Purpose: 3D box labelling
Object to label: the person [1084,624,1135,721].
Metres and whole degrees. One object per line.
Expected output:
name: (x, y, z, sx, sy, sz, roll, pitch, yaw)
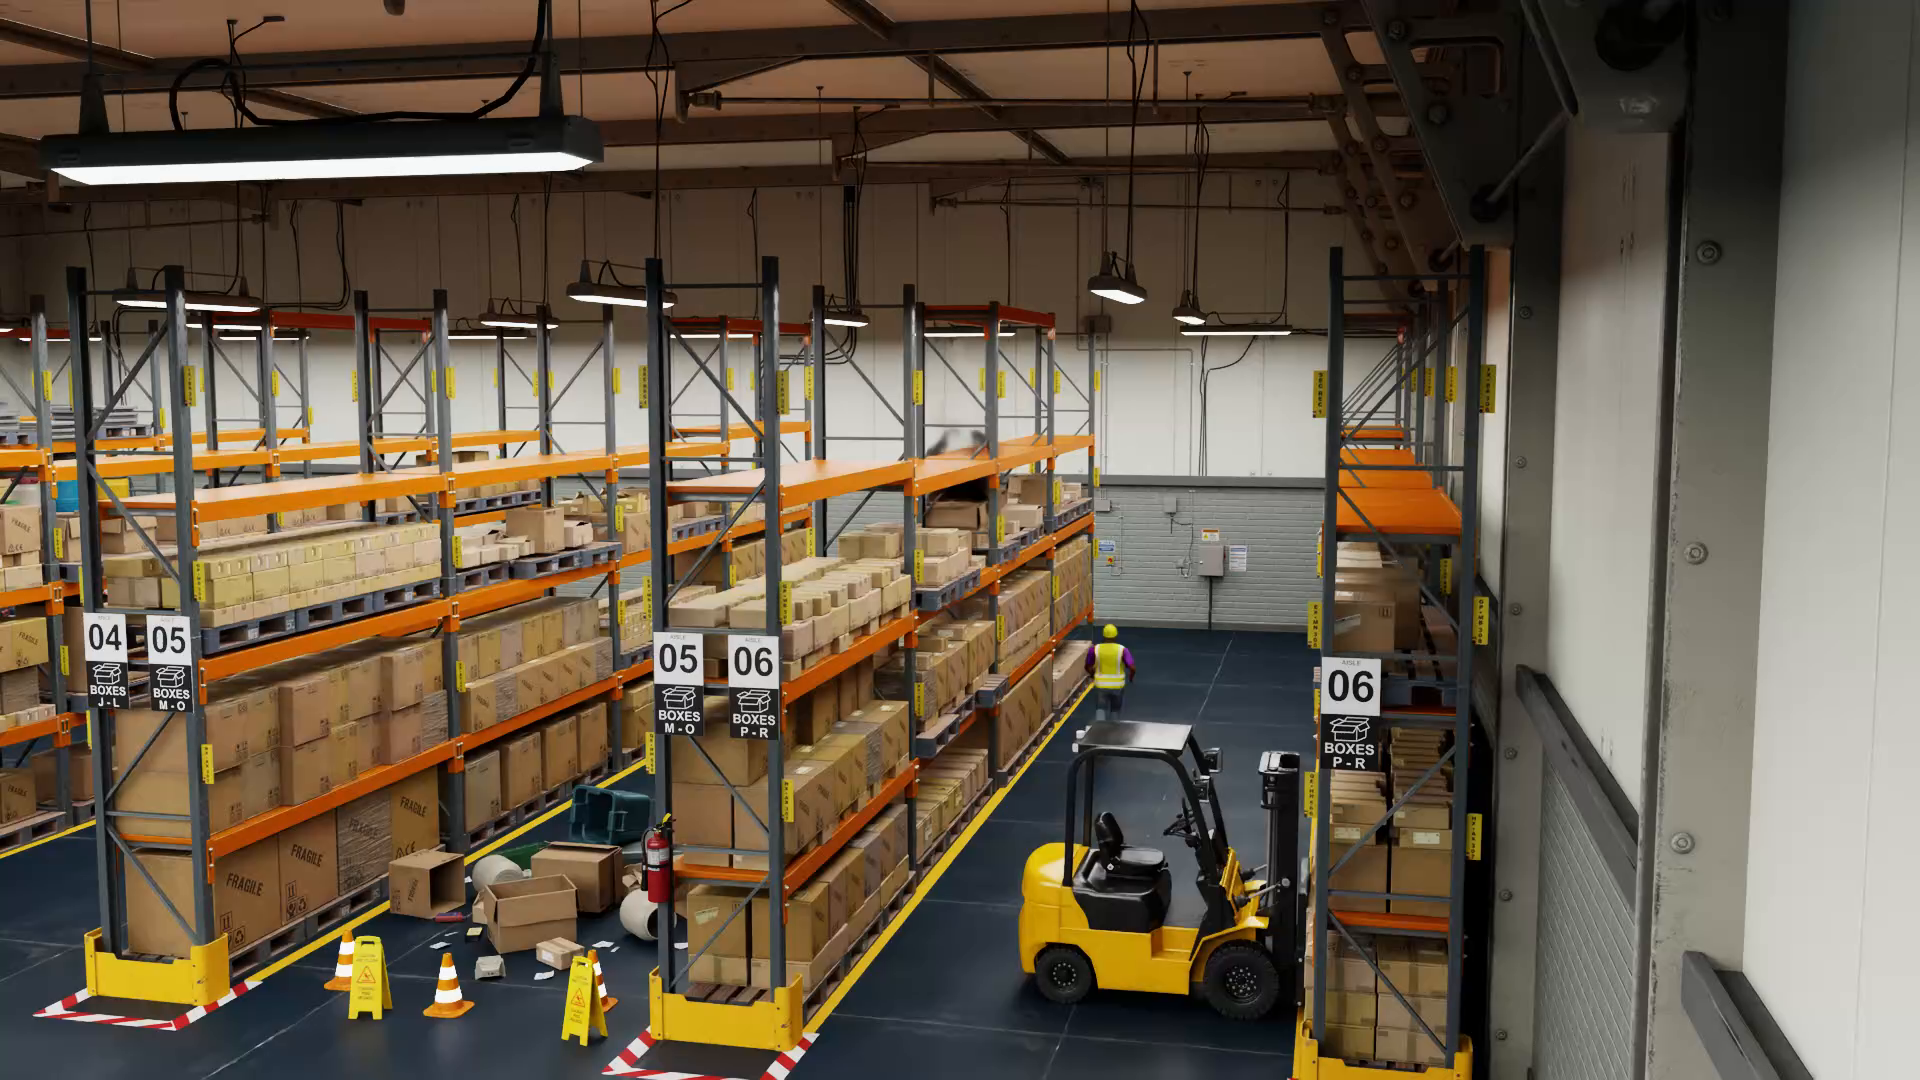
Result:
person: (2.059, 2.003, 22.823, 0.705, 1.724, 0.713, 1, 6, 10)
